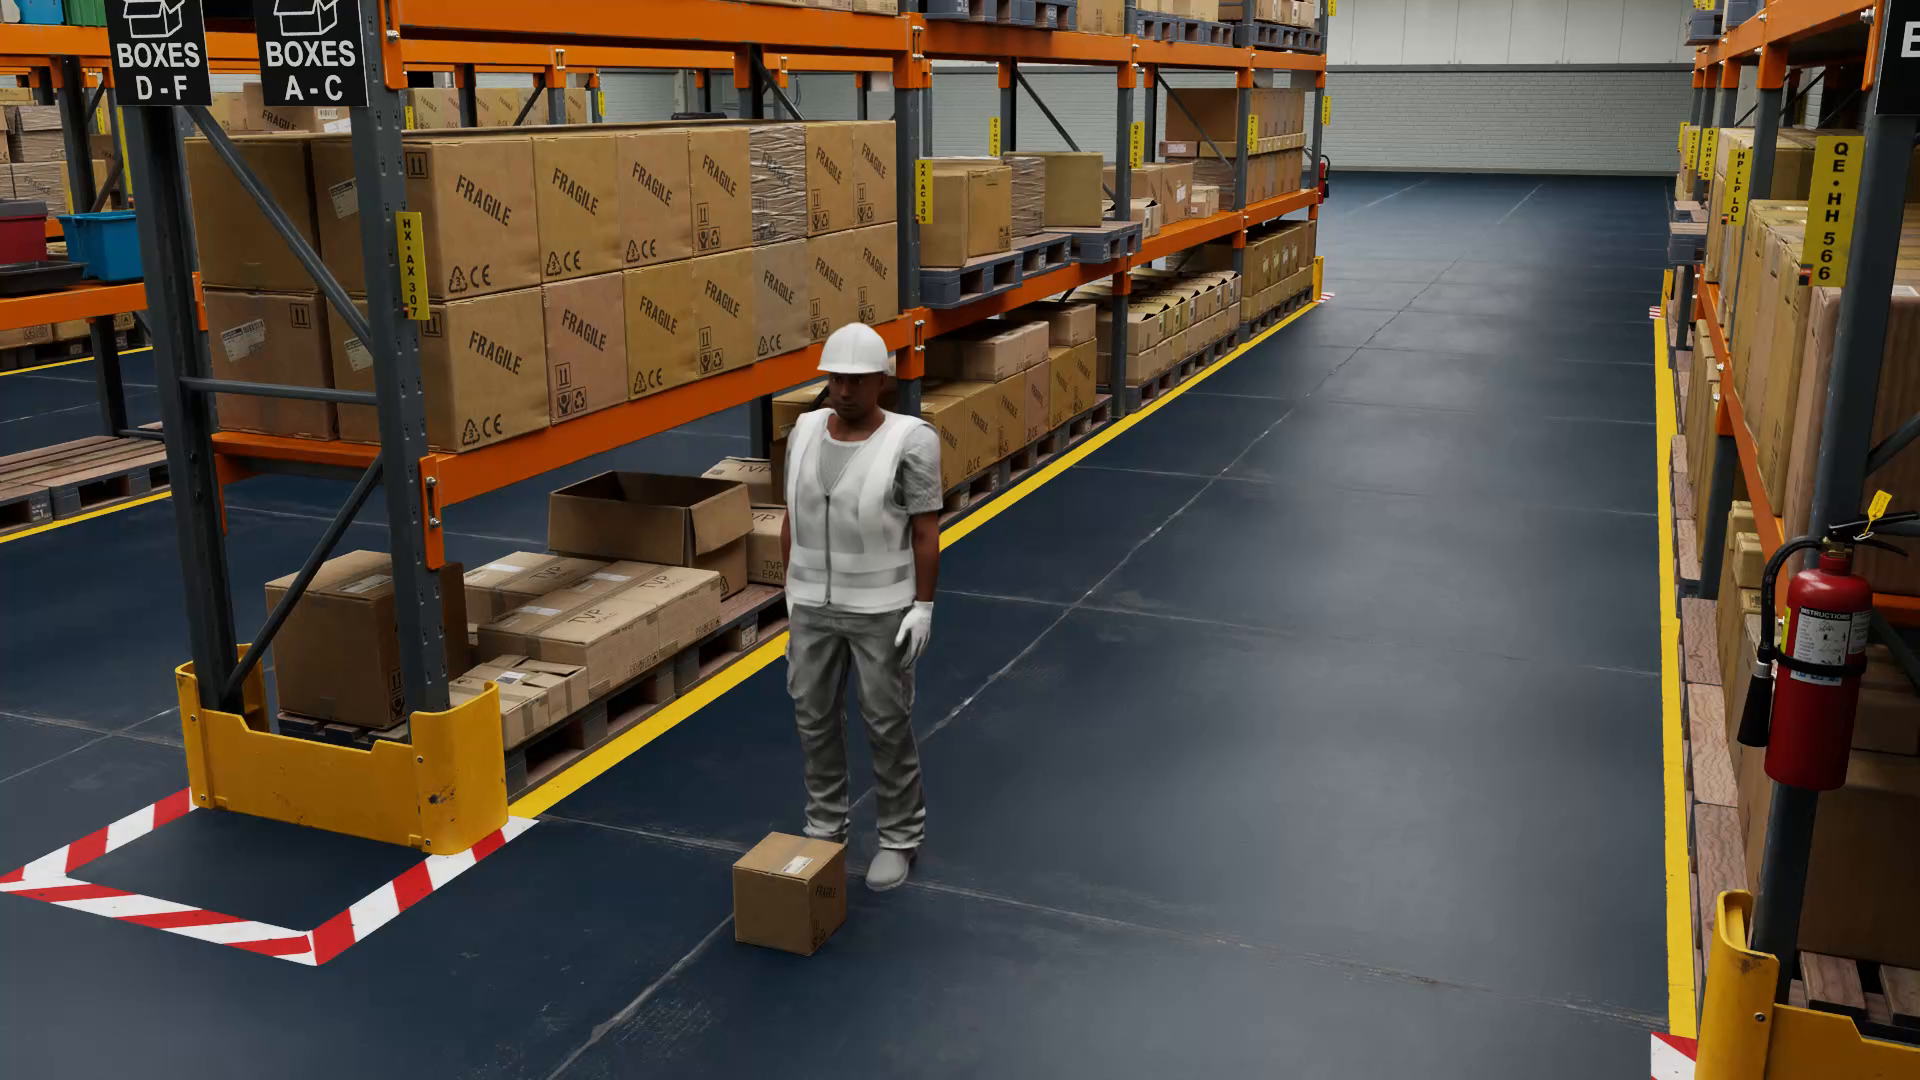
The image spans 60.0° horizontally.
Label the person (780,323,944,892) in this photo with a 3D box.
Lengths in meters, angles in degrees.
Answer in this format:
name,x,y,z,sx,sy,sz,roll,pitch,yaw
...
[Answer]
name,x,y,z,sx,sy,sz,roll,pitch,yaw
person,-0.322,0.213,5.231,0.547,1.791,0.361,6,16,22
